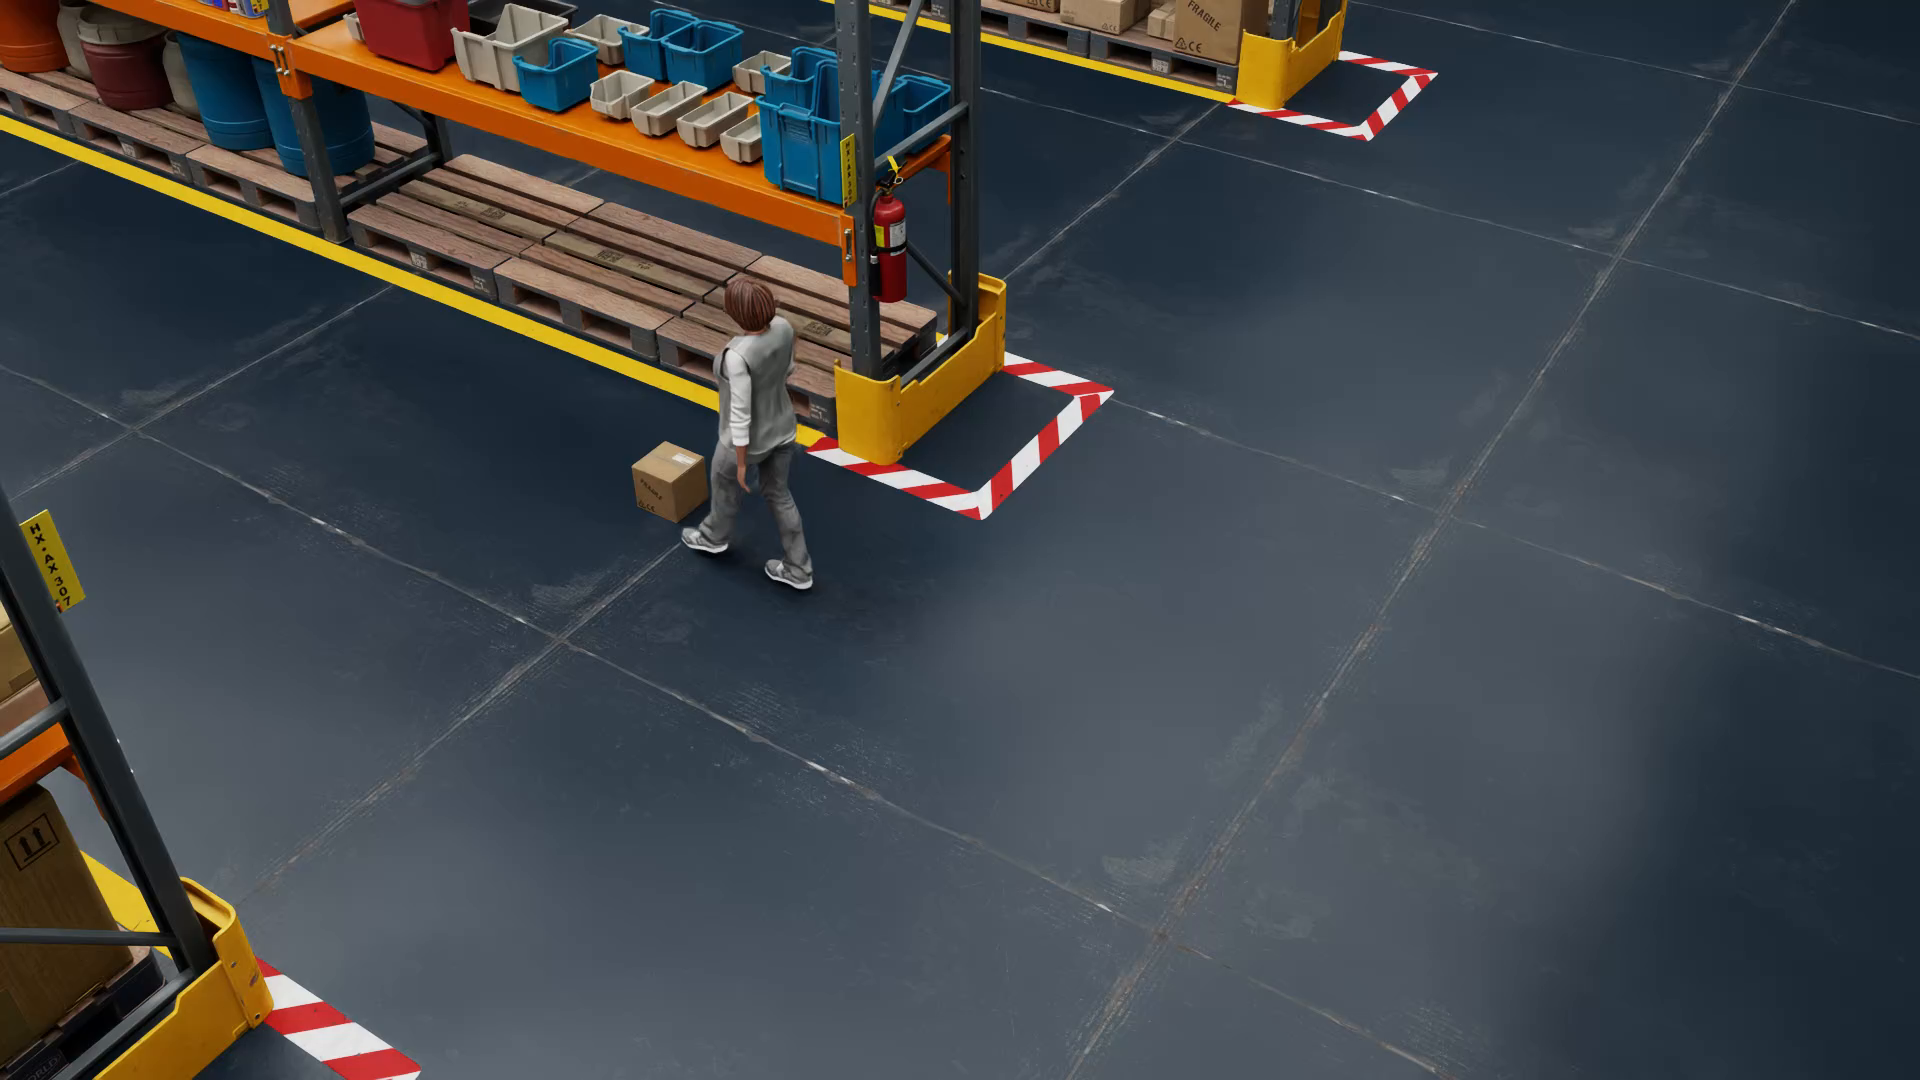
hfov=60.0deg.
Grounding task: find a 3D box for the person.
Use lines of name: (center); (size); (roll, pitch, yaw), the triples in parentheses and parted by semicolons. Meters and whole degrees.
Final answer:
person: (-0.962, -0.517, 7.315); (0.751, 1.576, 0.468); (30, 48, 32)
